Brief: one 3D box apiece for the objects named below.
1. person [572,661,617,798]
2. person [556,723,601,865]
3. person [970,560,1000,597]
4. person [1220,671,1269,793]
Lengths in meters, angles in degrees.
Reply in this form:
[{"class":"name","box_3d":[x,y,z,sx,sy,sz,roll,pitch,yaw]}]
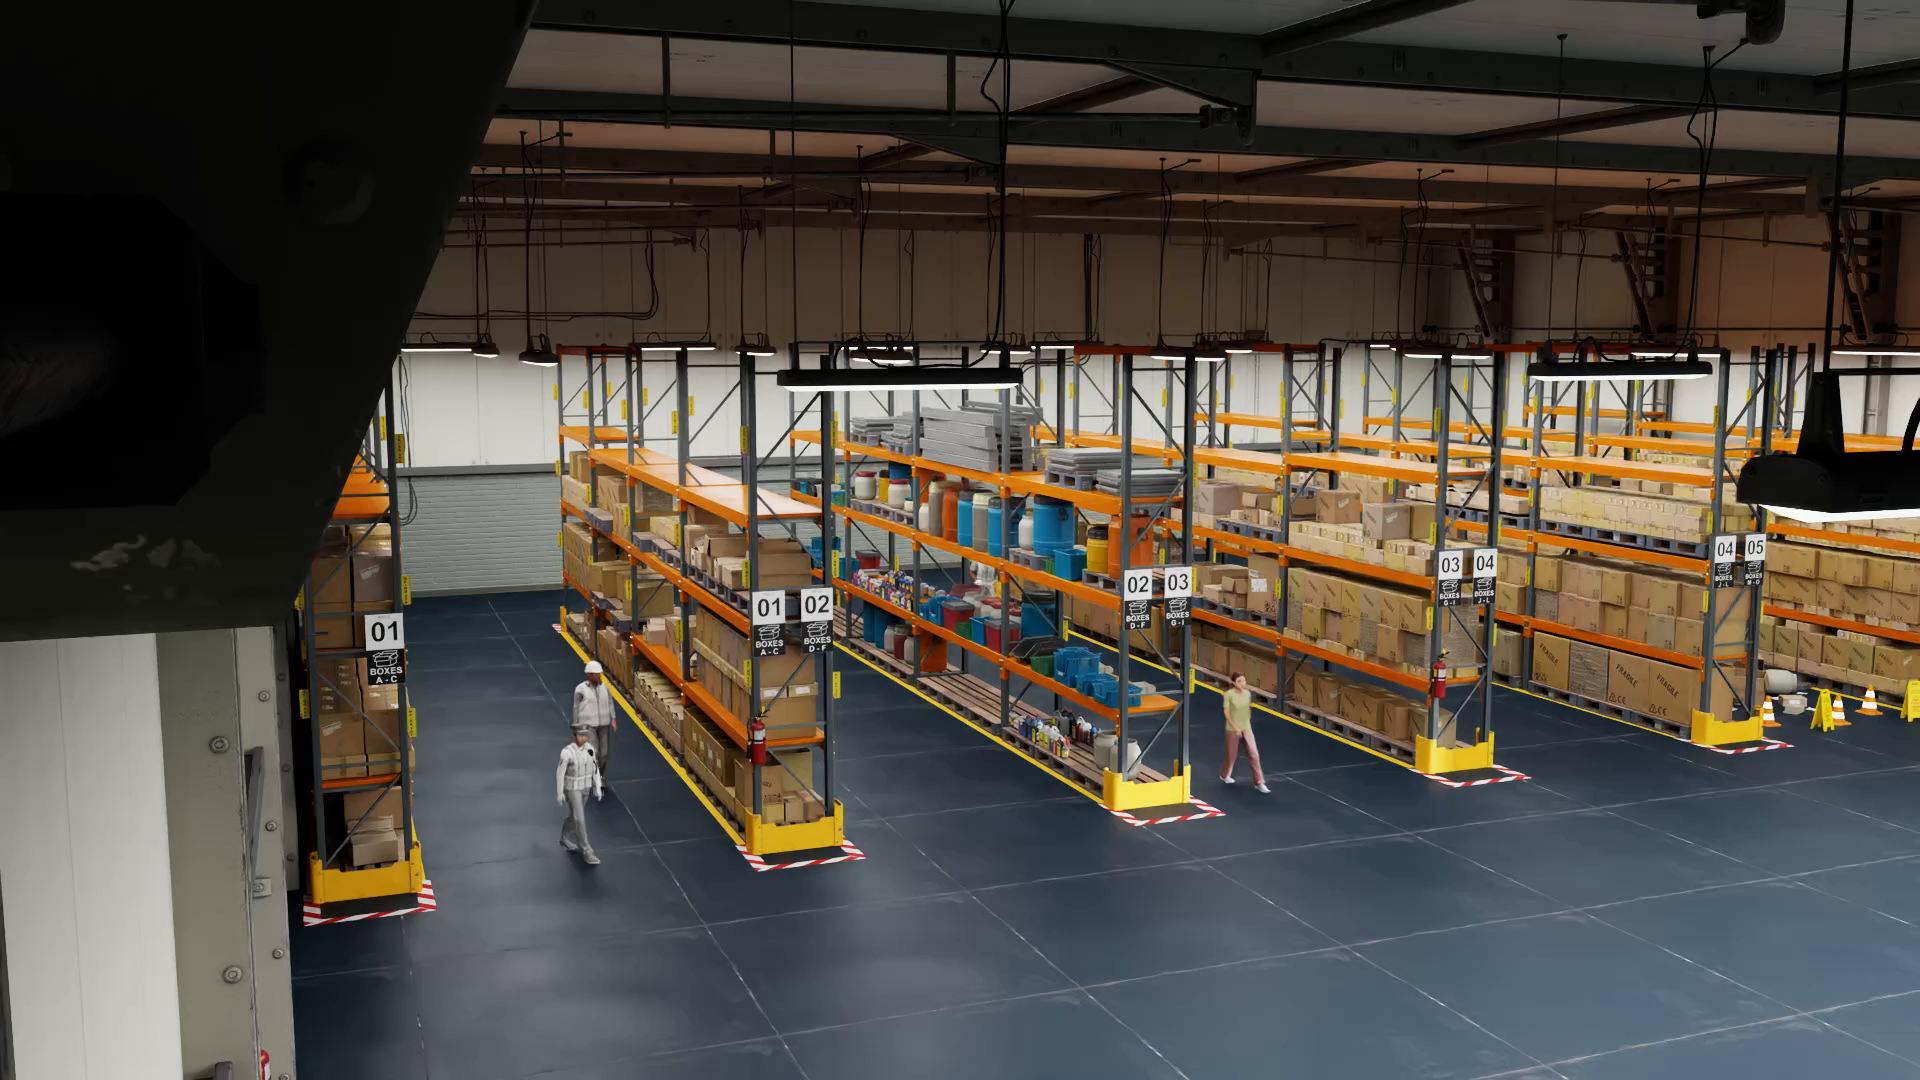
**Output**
[{"class":"person","box_3d":[-4.942,2.579,22.814,0.561,1.786,0.676,-6,9,-38]},{"class":"person","box_3d":[-4.533,2.982,19.901,0.953,1.619,0.508,5,9,34]},{"class":"person","box_3d":[0.536,0.939,35.950,0.697,1.682,0.653,-2,7,-12]},{"class":"person","box_3d":[3.897,2.616,22.961,0.565,1.629,0.785,-1,7,-9]}]
